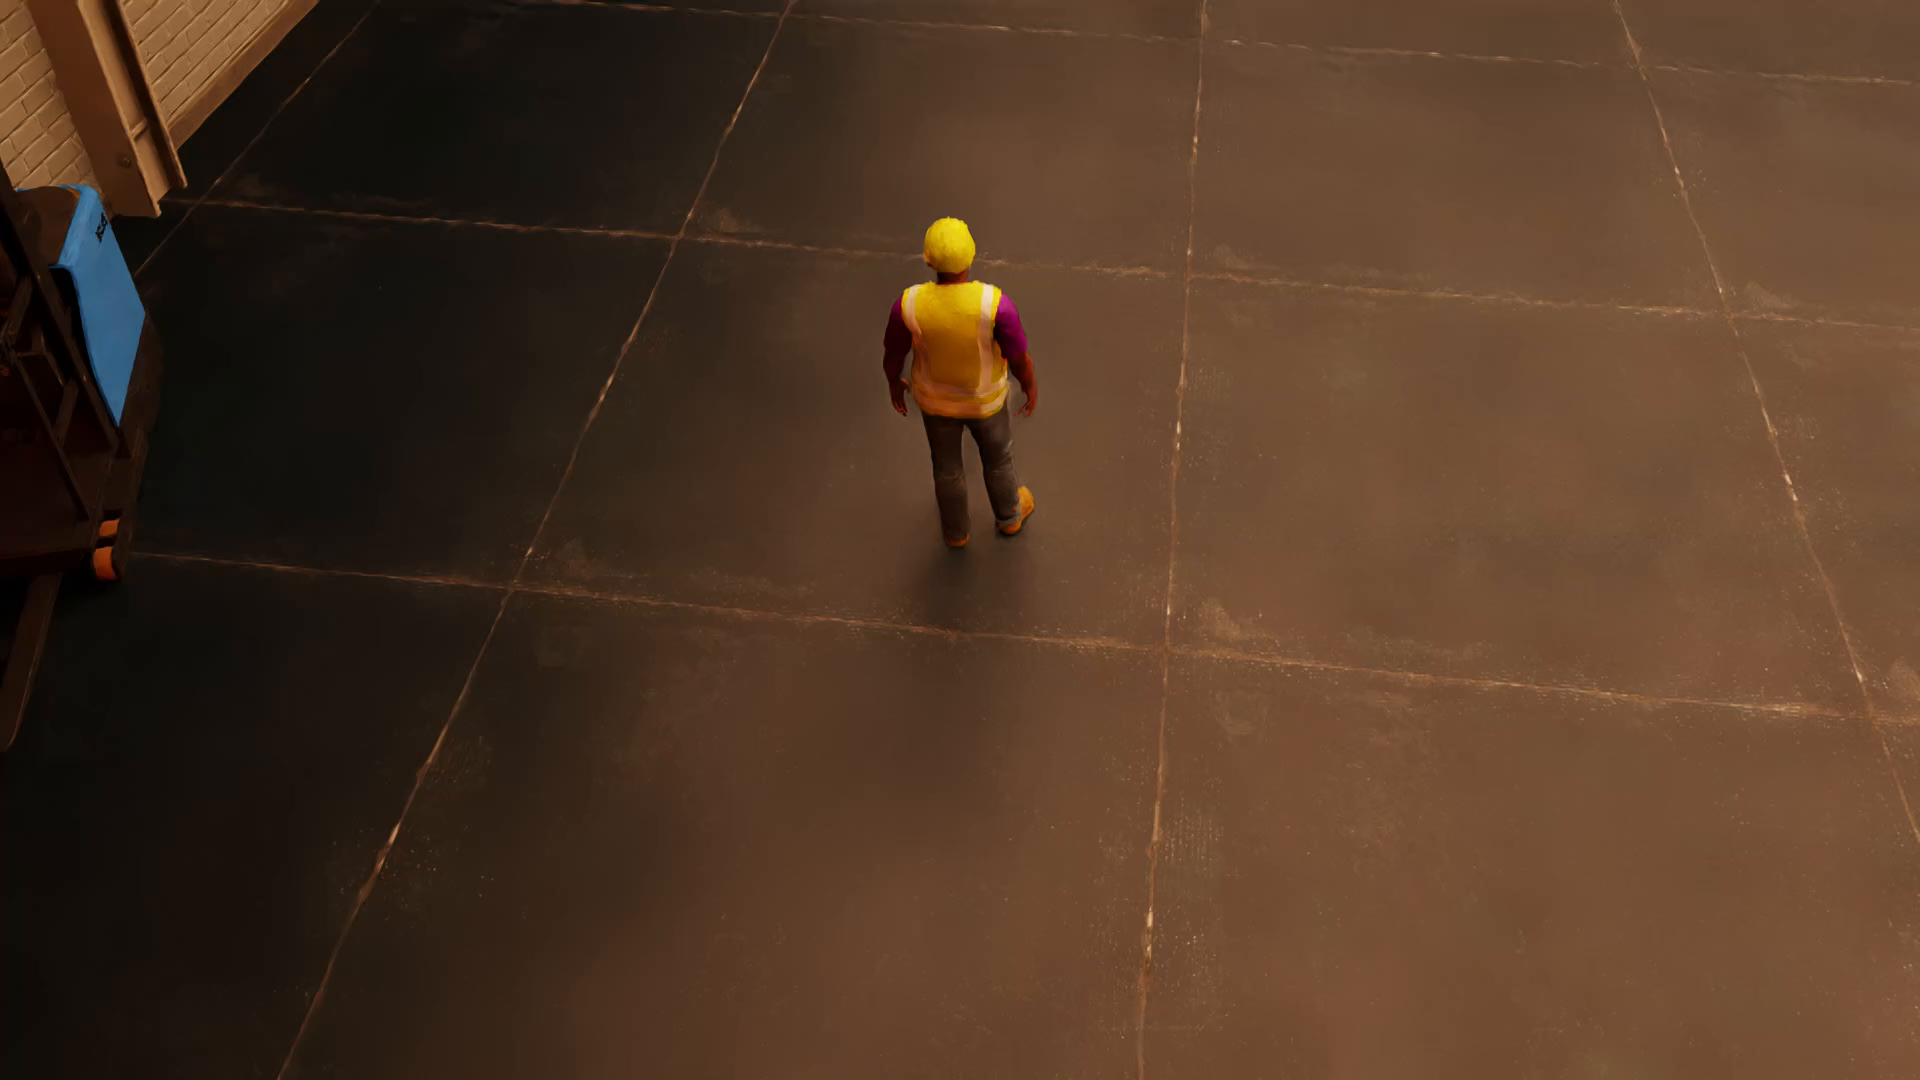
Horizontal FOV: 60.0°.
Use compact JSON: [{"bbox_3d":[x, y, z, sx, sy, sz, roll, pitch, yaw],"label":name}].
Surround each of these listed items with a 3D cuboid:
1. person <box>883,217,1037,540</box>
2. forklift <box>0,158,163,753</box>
[{"bbox_3d":[0.004,-0.671,7.262,0.665,1.707,0.419,5,43,6],"label":"person"},{"bbox_3d":[-4.465,-1.025,6.840,1.130,2.935,3.031,-8,43,-9],"label":"forklift"}]
